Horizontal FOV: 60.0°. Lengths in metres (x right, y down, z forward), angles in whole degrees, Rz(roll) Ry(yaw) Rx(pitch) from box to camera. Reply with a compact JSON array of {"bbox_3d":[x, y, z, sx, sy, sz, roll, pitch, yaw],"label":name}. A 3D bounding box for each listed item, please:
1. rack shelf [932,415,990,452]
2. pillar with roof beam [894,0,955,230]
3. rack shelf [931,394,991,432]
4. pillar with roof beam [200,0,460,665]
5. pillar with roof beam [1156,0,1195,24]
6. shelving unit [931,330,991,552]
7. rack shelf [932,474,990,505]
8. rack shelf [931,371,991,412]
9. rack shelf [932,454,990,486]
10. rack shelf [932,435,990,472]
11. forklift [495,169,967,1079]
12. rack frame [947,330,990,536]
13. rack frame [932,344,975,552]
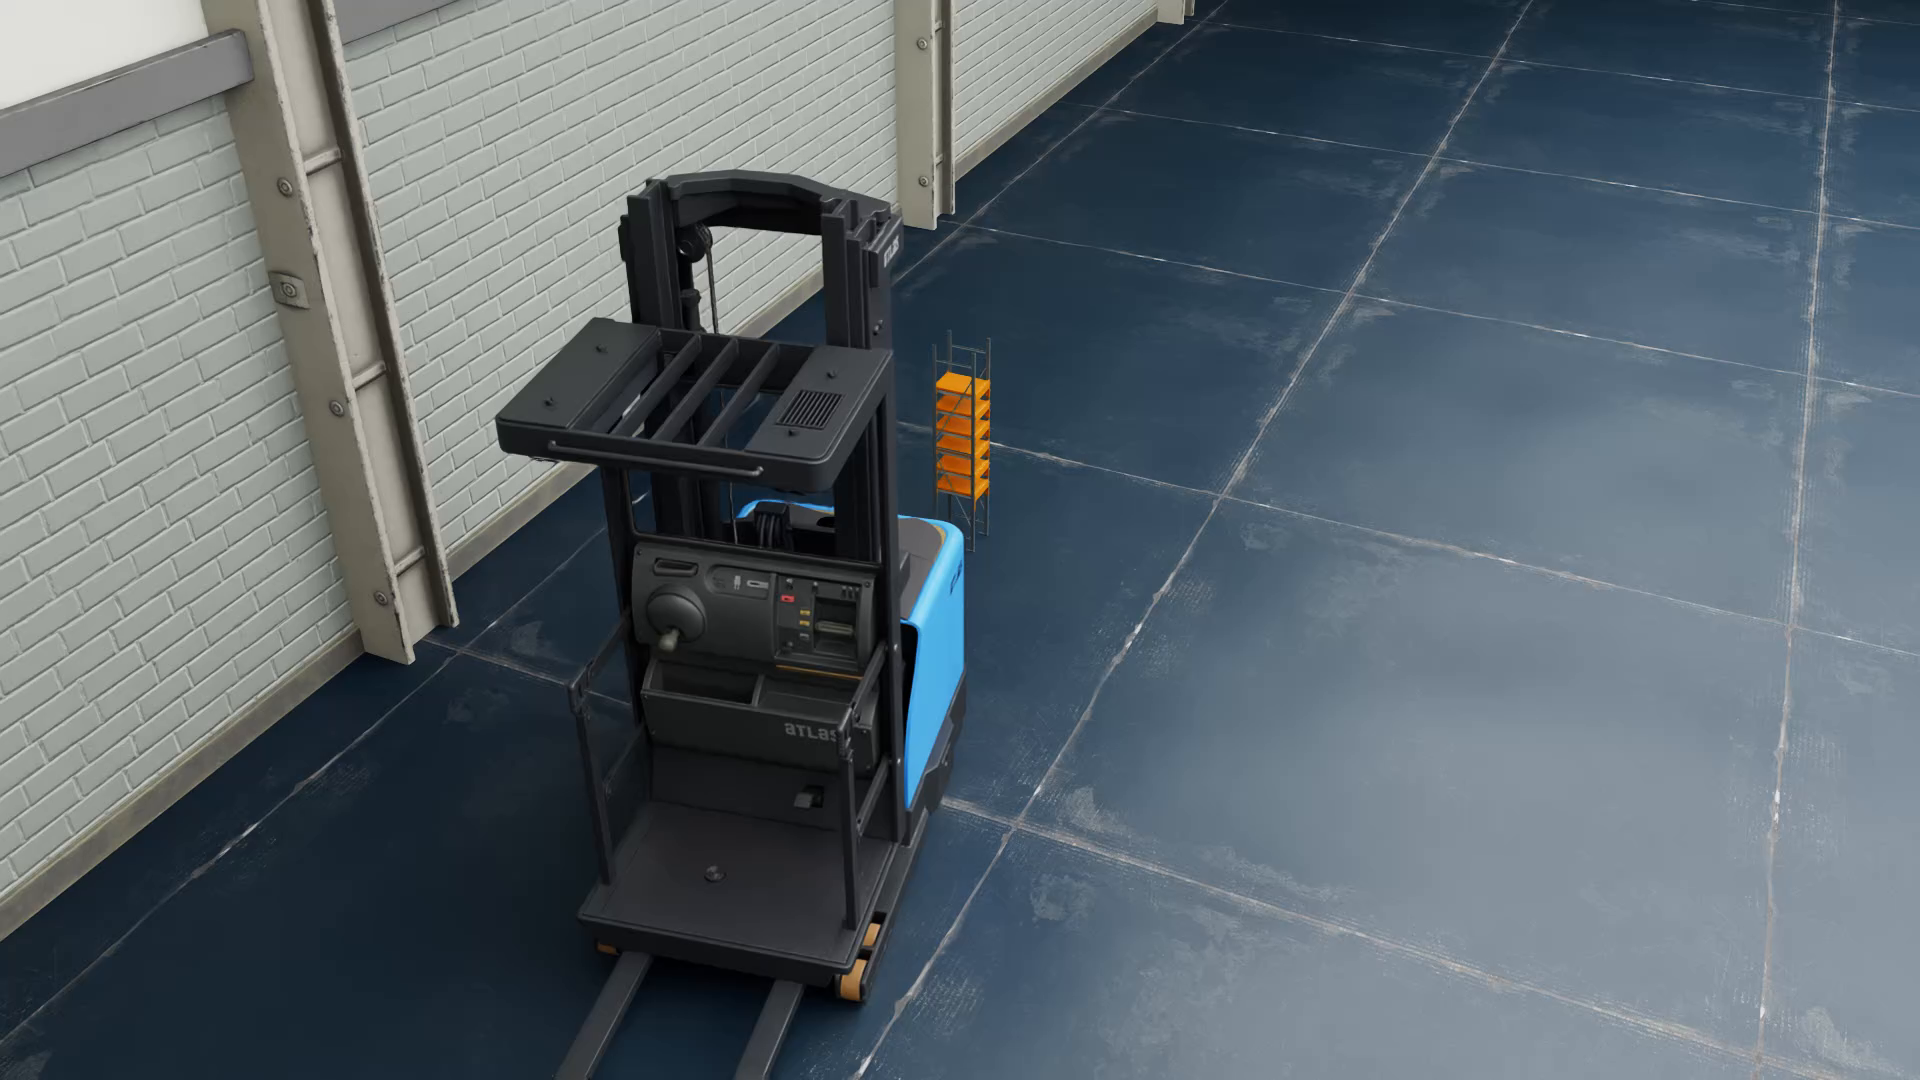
[{"bbox_3d":[0.006,-0.572,8.759,0.258,0.103,0.180,14,36,20],"label":"rack shelf"},{"bbox_3d":[3.651,-5.282,8.967,9.100,9.000,0.400,14,36,20],"label":"pillar with roof beam"},{"bbox_3d":[0.006,-0.673,8.693,0.258,0.103,0.180,14,36,20],"label":"rack shelf"},{"bbox_3d":[1.140,-2.293,4.409,9.100,9.000,0.400,14,36,20],"label":"pillar with roof beam"},{"bbox_3d":[6.161,-8.270,13.524,9.100,9.000,0.400,14,36,20],"label":"pillar with roof beam"},{"bbox_3d":[0.006,-0.509,8.800,0.258,1.200,0.189,14,36,20],"label":"shelving unit"},{"bbox_3d":[0.006,-0.271,8.956,0.258,0.103,0.180,14,36,20],"label":"rack shelf"},{"bbox_3d":[0.006,-0.773,8.627,0.258,0.103,0.180,14,36,20],"label":"rack shelf"},{"bbox_3d":[0.006,-0.371,8.891,0.258,0.103,0.180,14,36,20],"label":"rack shelf"},{"bbox_3d":[0.006,-0.472,8.825,0.258,0.103,0.180,14,36,20],"label":"rack shelf"},{"bbox_3d":[-0.818,0.317,5.961,1.130,2.935,3.031,8,34,11],"label":"forklift"},{"bbox_3d":[0.044,-0.555,8.870,0.240,1.200,0.006,14,36,20],"label":"rack frame"},{"bbox_3d":[-0.032,-0.463,8.731,0.240,1.200,0.006,14,36,20],"label":"rack frame"}]
